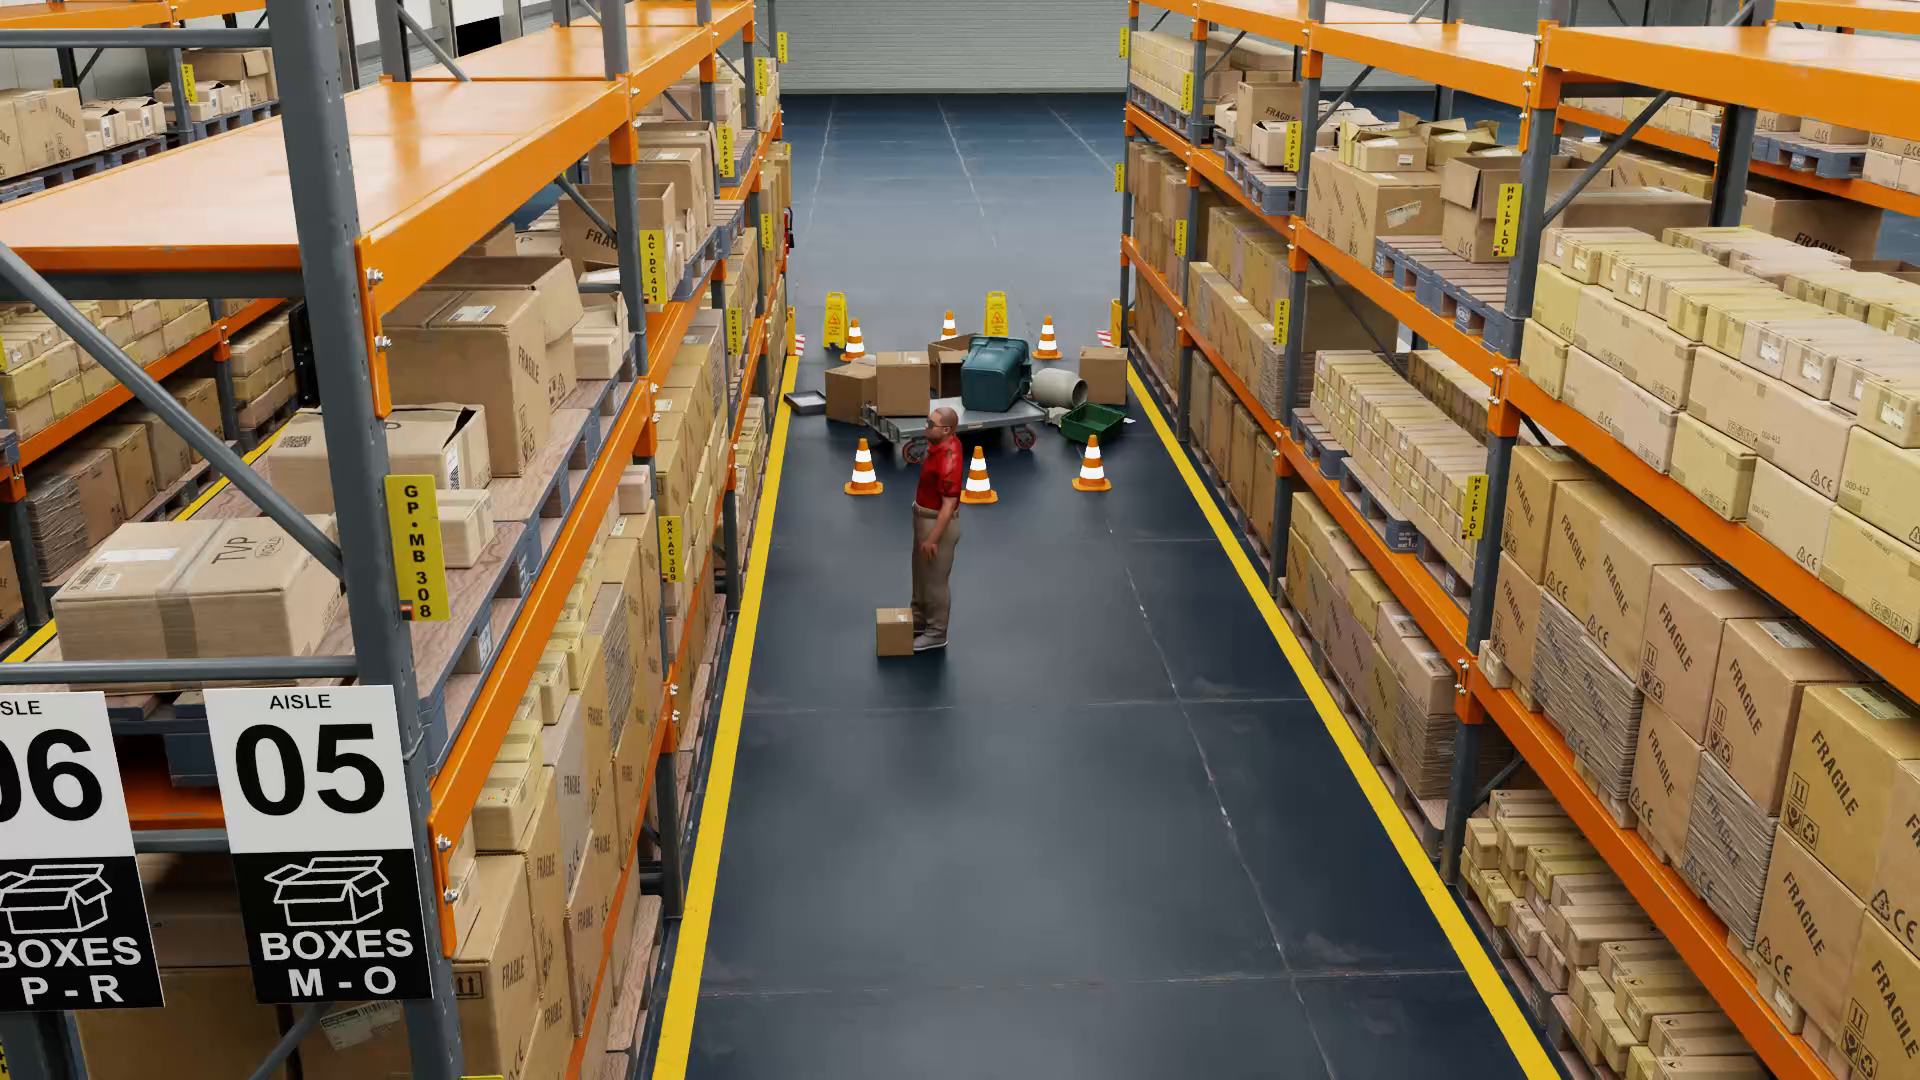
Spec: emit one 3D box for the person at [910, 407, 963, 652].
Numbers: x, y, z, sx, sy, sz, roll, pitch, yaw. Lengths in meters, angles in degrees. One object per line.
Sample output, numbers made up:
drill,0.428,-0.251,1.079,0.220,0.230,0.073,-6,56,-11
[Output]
person,-0.251,-0.081,11.291,0.550,1.728,0.640,-1,20,-3
